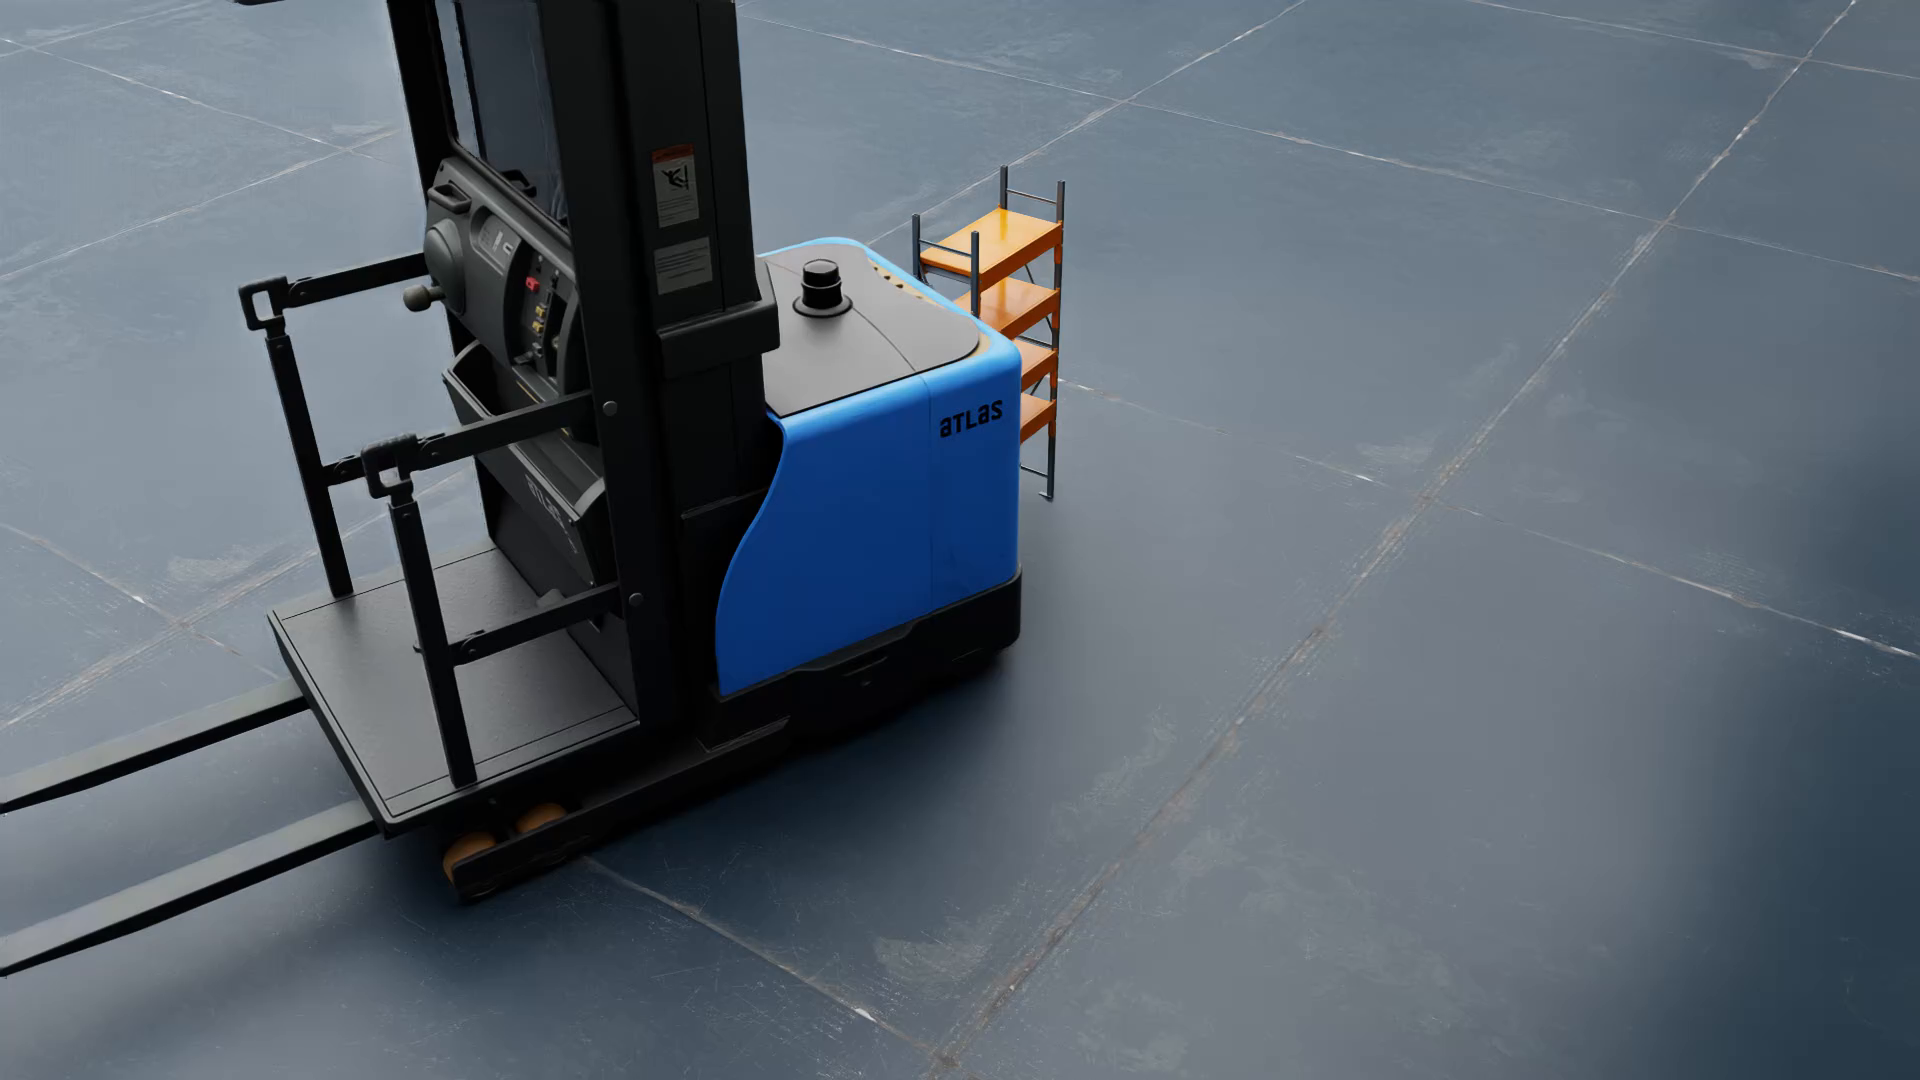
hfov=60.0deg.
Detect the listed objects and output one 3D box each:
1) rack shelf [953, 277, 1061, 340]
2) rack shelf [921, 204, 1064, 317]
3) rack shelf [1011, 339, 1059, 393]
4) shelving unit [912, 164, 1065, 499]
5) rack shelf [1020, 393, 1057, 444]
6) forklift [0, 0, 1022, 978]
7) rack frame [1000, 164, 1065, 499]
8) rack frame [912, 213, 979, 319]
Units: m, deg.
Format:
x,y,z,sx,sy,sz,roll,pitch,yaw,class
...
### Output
x,y,z,sx,sy,sz,roll,pitch,yaw,class
0.094,-0.703,5.439,0.258,0.148,0.480,21,39,28,rack shelf
0.094,-0.899,5.306,0.258,0.148,0.480,21,39,28,rack shelf
0.094,-0.517,5.564,0.258,0.148,0.480,21,39,28,rack shelf
0.094,-0.573,5.527,0.258,1.200,0.503,21,39,28,shelving unit
0.094,-0.353,5.675,0.258,0.148,0.480,21,39,28,rack shelf
-1.315,-0.618,4.048,3.031,2.935,1.130,-21,39,-28,forklift
0.234,-0.686,5.693,0.240,1.200,0.015,21,39,28,rack frame
-0.045,-0.461,5.361,0.240,1.200,0.015,21,39,28,rack frame
